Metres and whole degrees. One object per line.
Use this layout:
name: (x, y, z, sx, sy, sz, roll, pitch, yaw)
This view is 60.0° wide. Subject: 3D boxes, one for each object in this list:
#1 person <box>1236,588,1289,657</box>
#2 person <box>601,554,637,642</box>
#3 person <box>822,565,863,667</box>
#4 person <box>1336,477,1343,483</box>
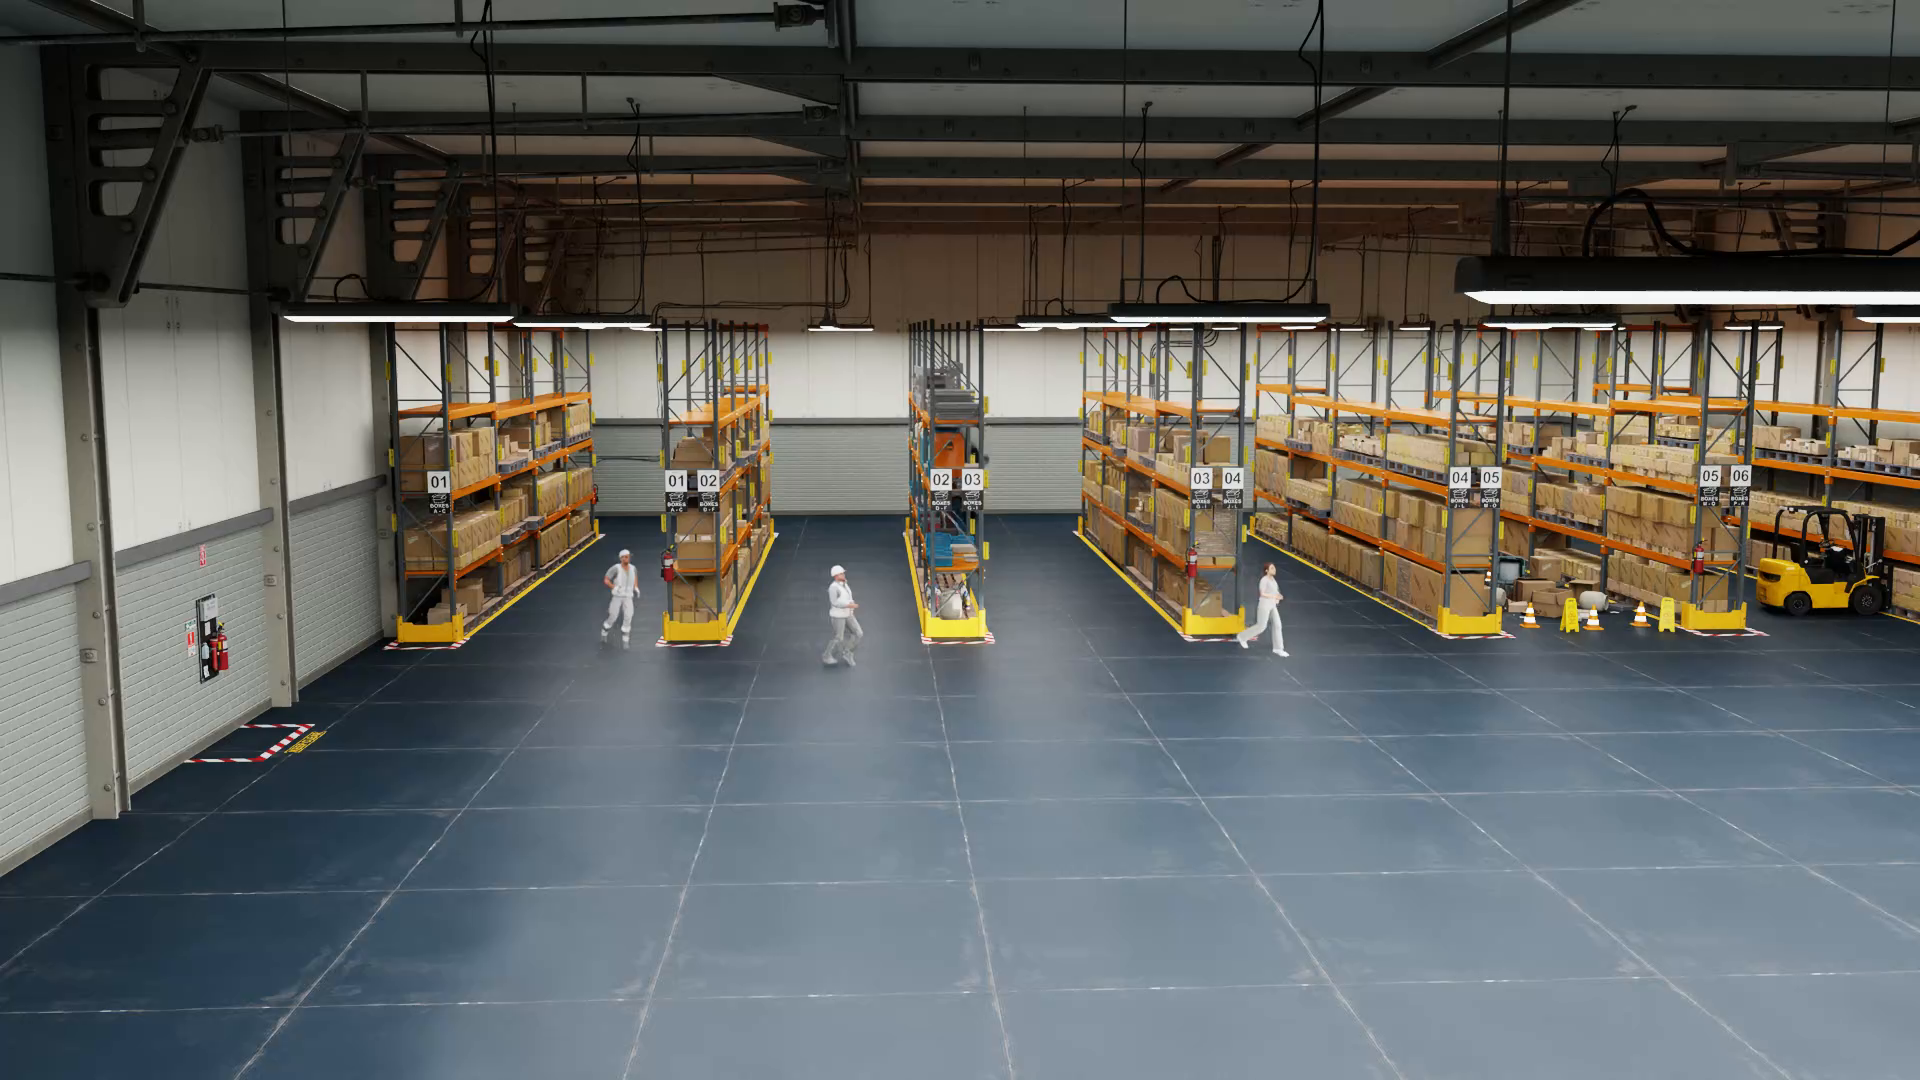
person: (5.459, 1.433, 29.847, 0.955, 1.255, 0.370, 5, 9, 36)
person: (-6.165, 1.050, 30.523, 0.713, 1.647, 0.634, -5, 8, -33)
person: (-2.040, 1.322, 28.768, 0.726, 1.789, 0.662, 4, 8, 27)
person: (10.665, -1.339, 46.869, 0.641, 0.901, 0.398, -2, 7, -16)
